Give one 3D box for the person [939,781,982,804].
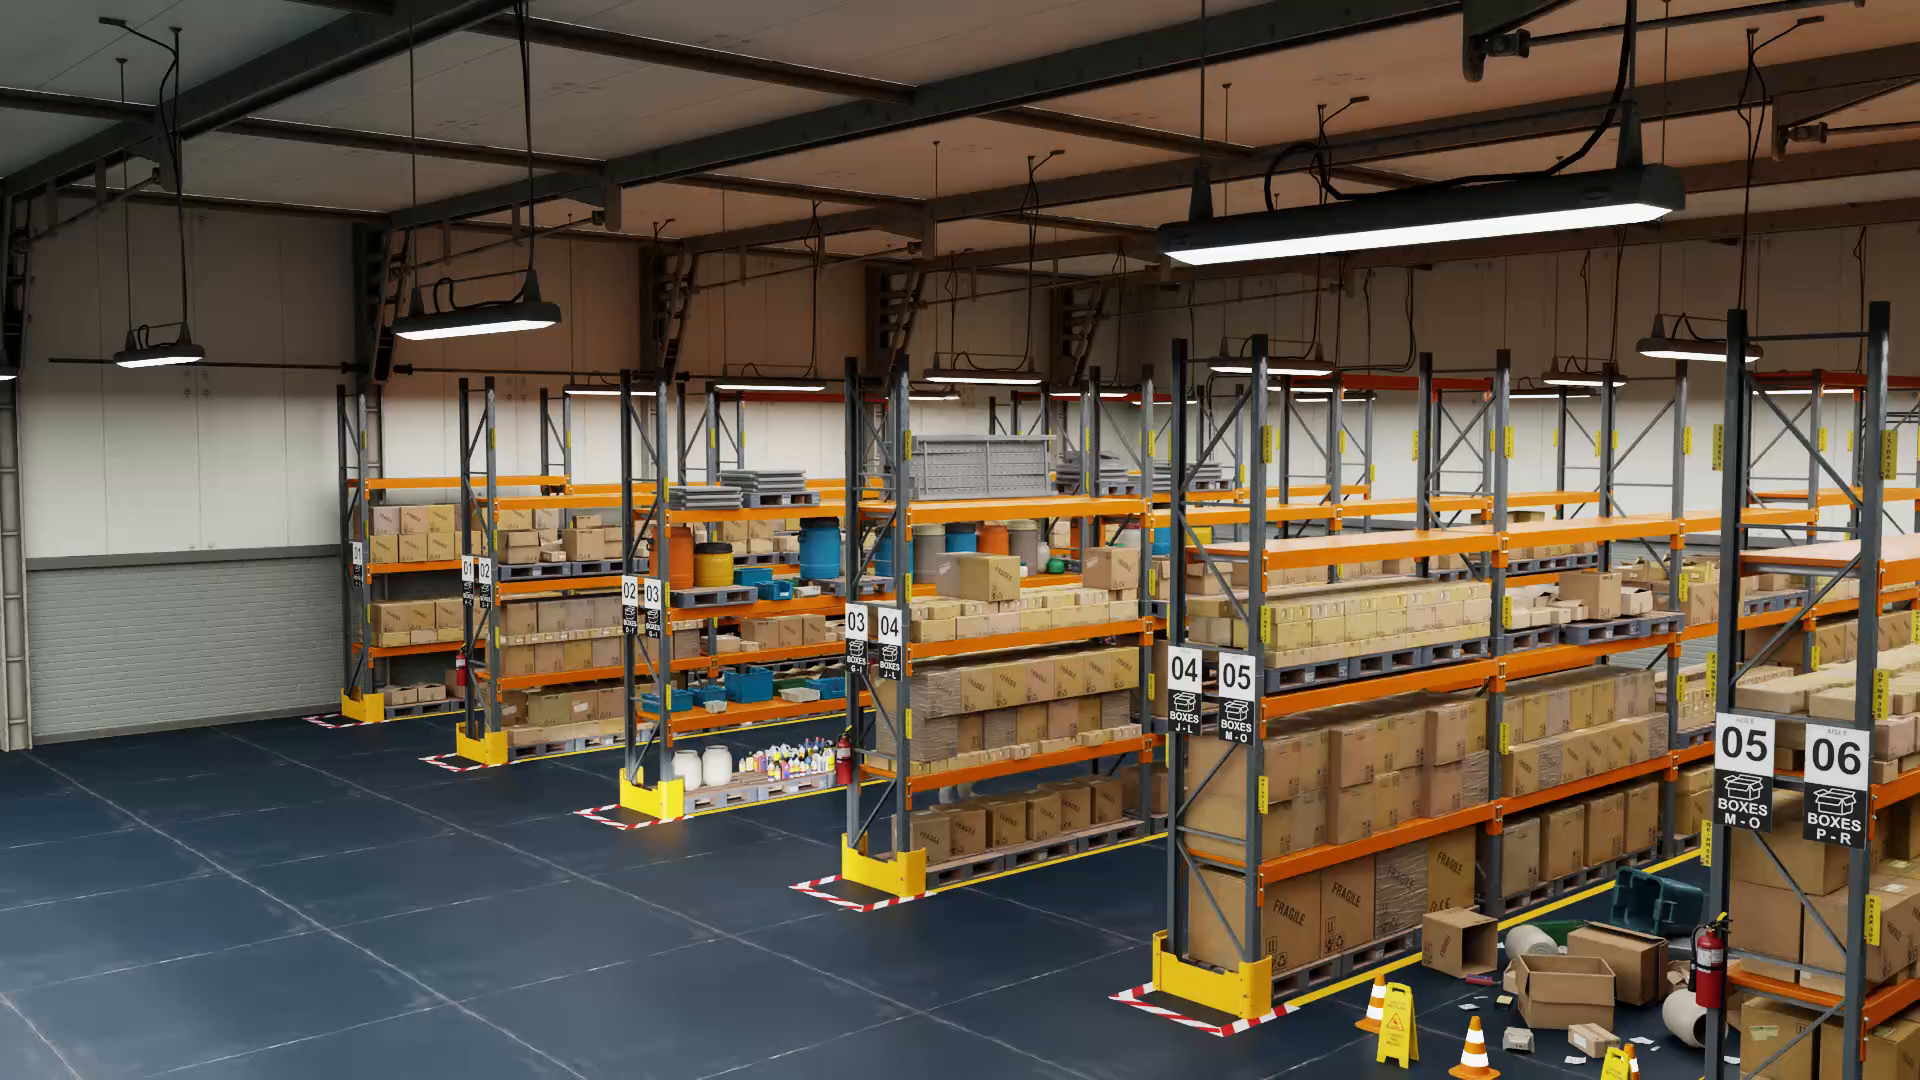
[{"bbox_3d":[0.006,2.931,21.557,0.620,1.634,0.823,4,5,44],"label":"person"}]
